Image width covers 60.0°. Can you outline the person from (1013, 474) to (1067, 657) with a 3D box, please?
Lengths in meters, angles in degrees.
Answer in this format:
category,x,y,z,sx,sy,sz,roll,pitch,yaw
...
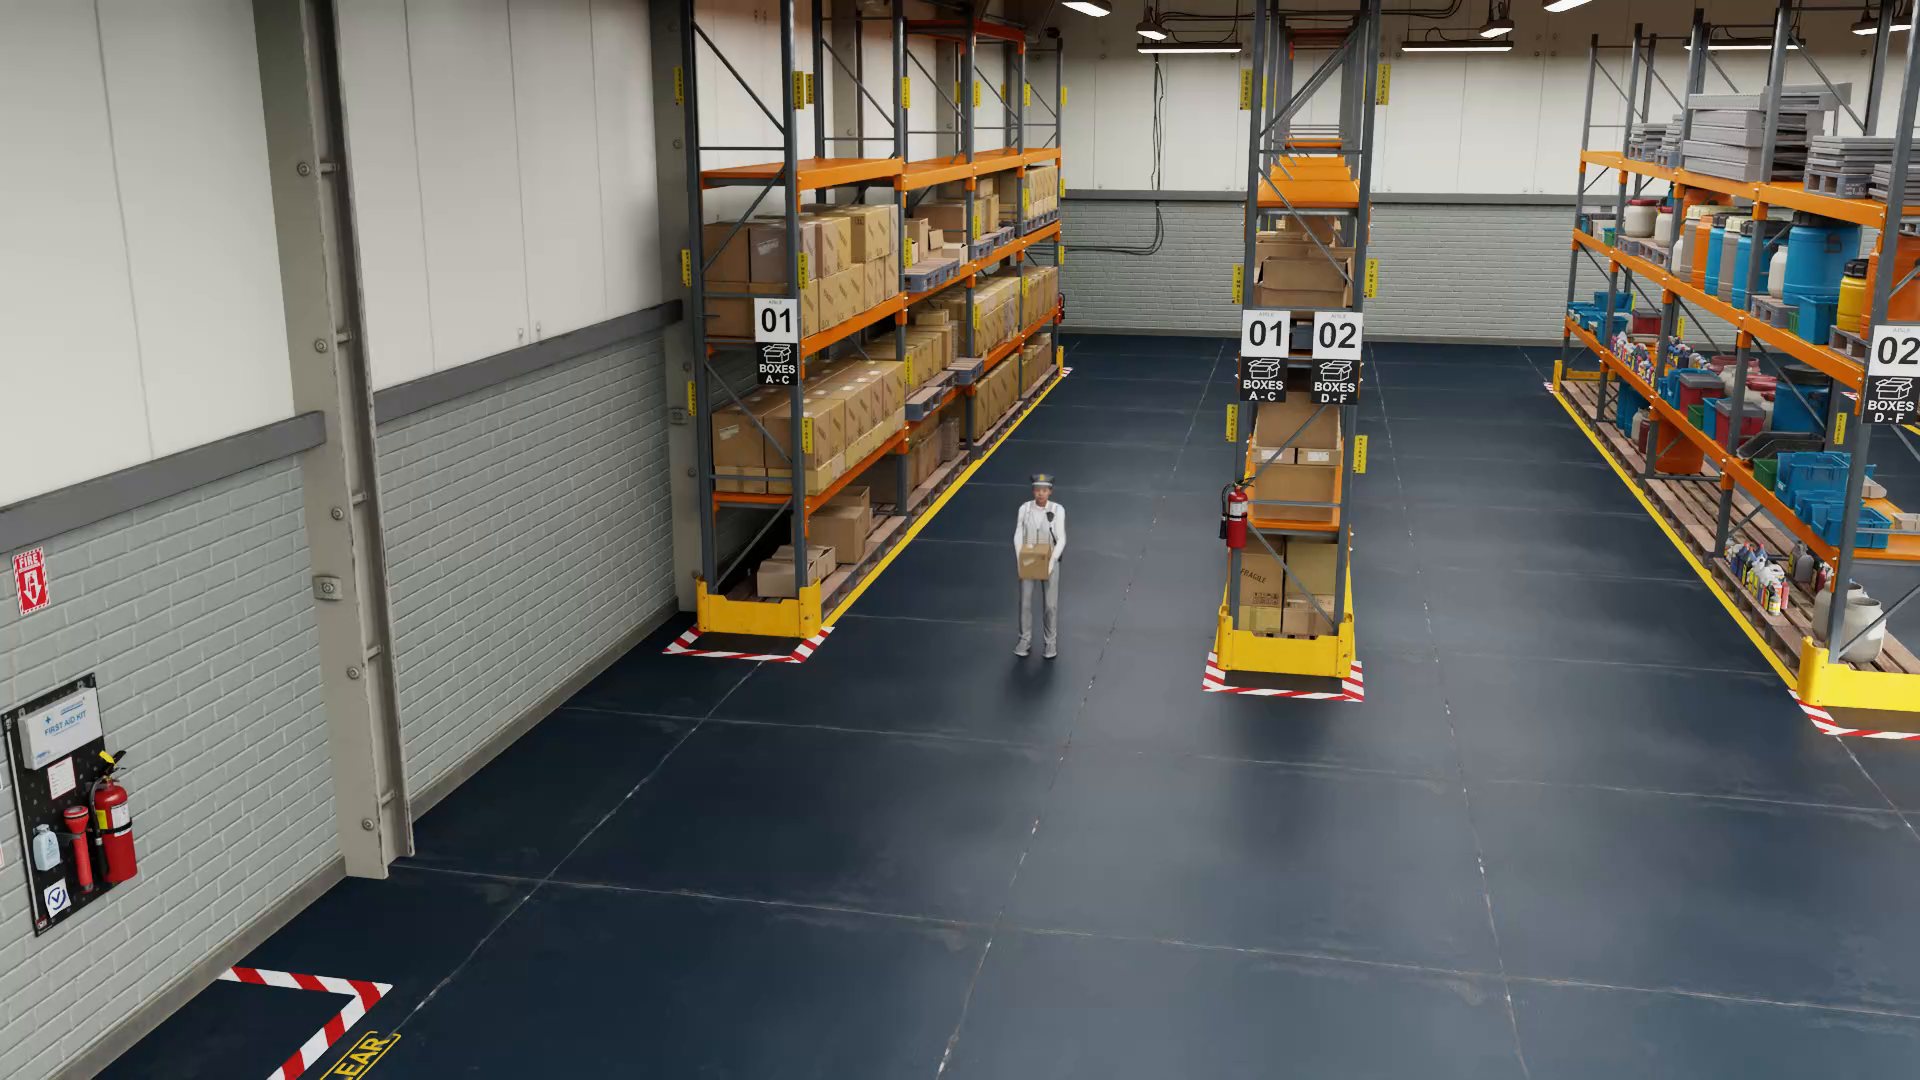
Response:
category,x,y,z,sx,sy,sz,roll,pitch,yaw
person,0.715,0.231,15.076,0.489,1.691,0.489,3,15,11
